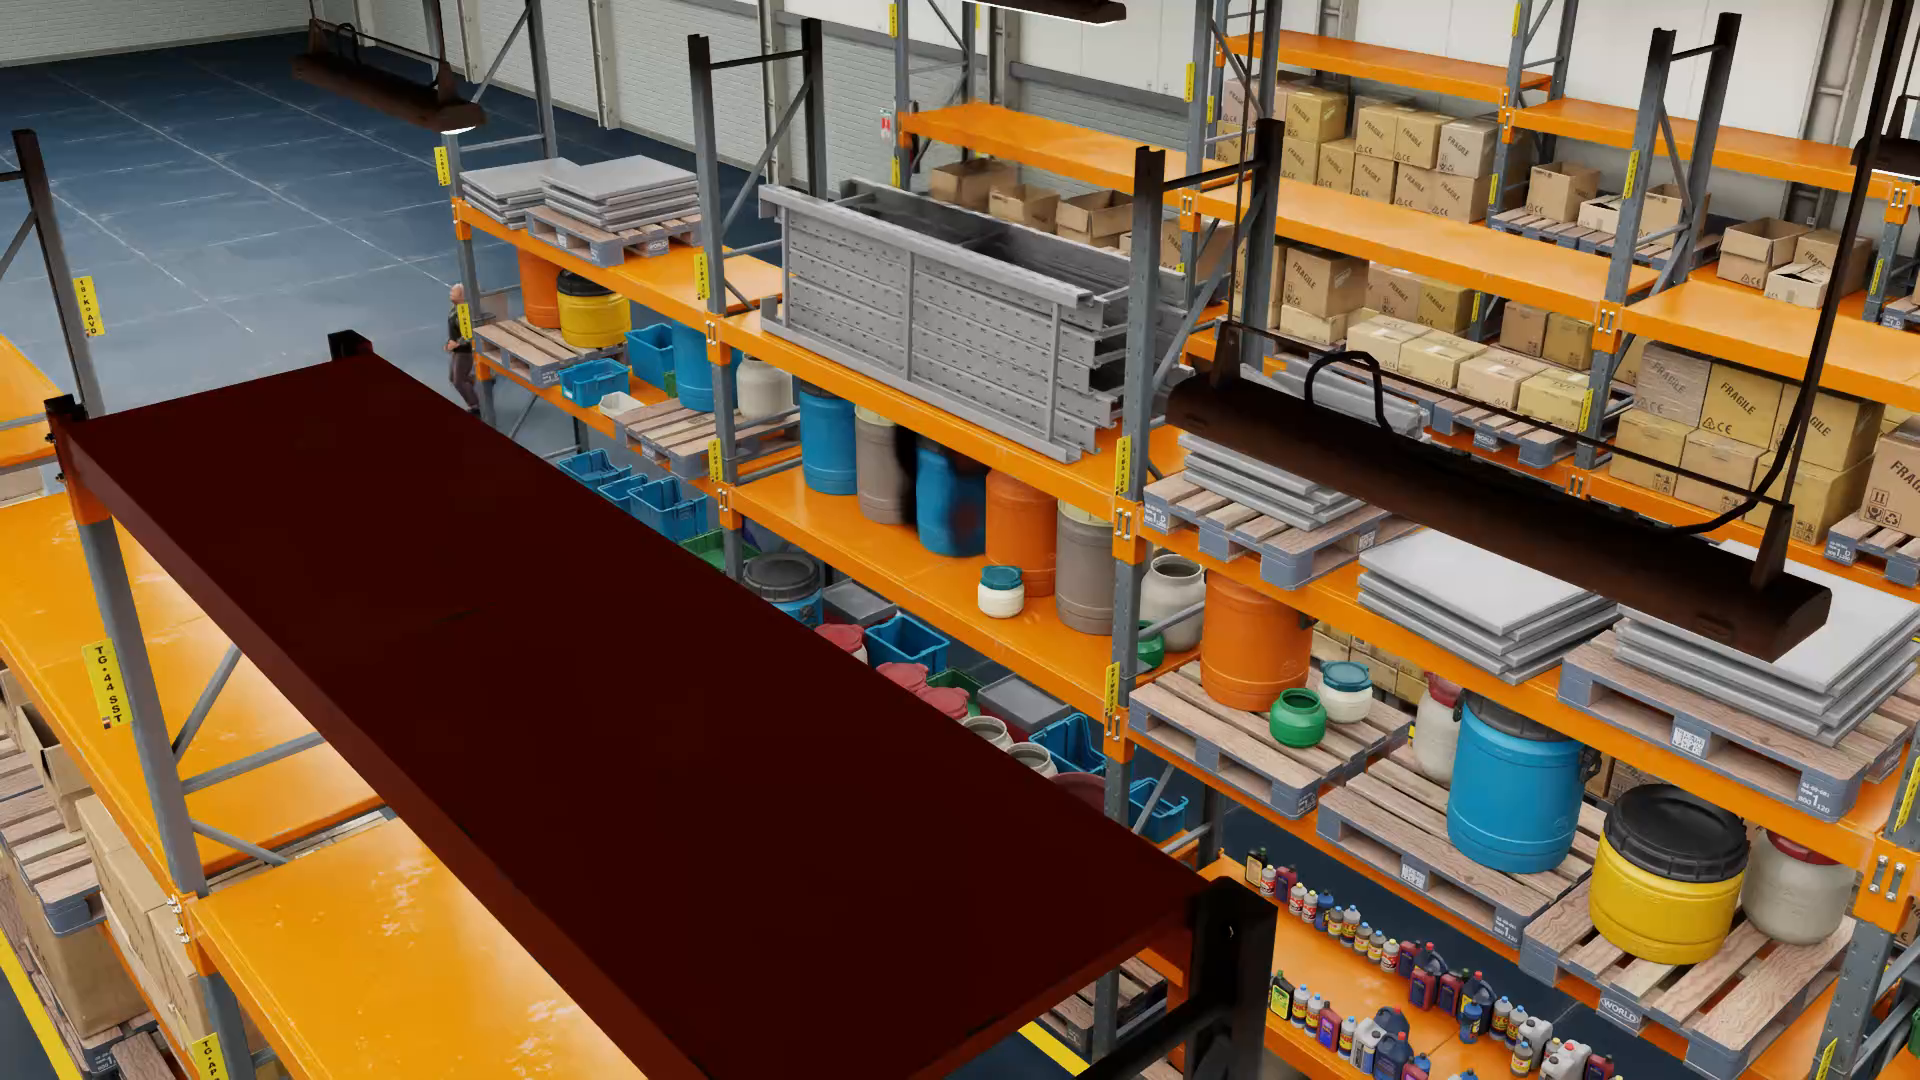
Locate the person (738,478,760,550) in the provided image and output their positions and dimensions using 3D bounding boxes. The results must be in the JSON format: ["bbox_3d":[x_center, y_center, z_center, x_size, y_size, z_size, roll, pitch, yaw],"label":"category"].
[{"bbox_3d":[-2.235,-0.387,16.587,0.754,1.703,0.574,20,33,34],"label":"person"}]

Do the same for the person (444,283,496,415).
[{"bbox_3d":[-6.010,-2.324,20.320,0.585,1.680,0.660,-11,29,-21],"label":"person"}]

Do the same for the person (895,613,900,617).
[{"bbox_3d":[-0.642,0.246,15.099,0.666,1.768,0.979,-24,36,-39],"label":"person"}]
